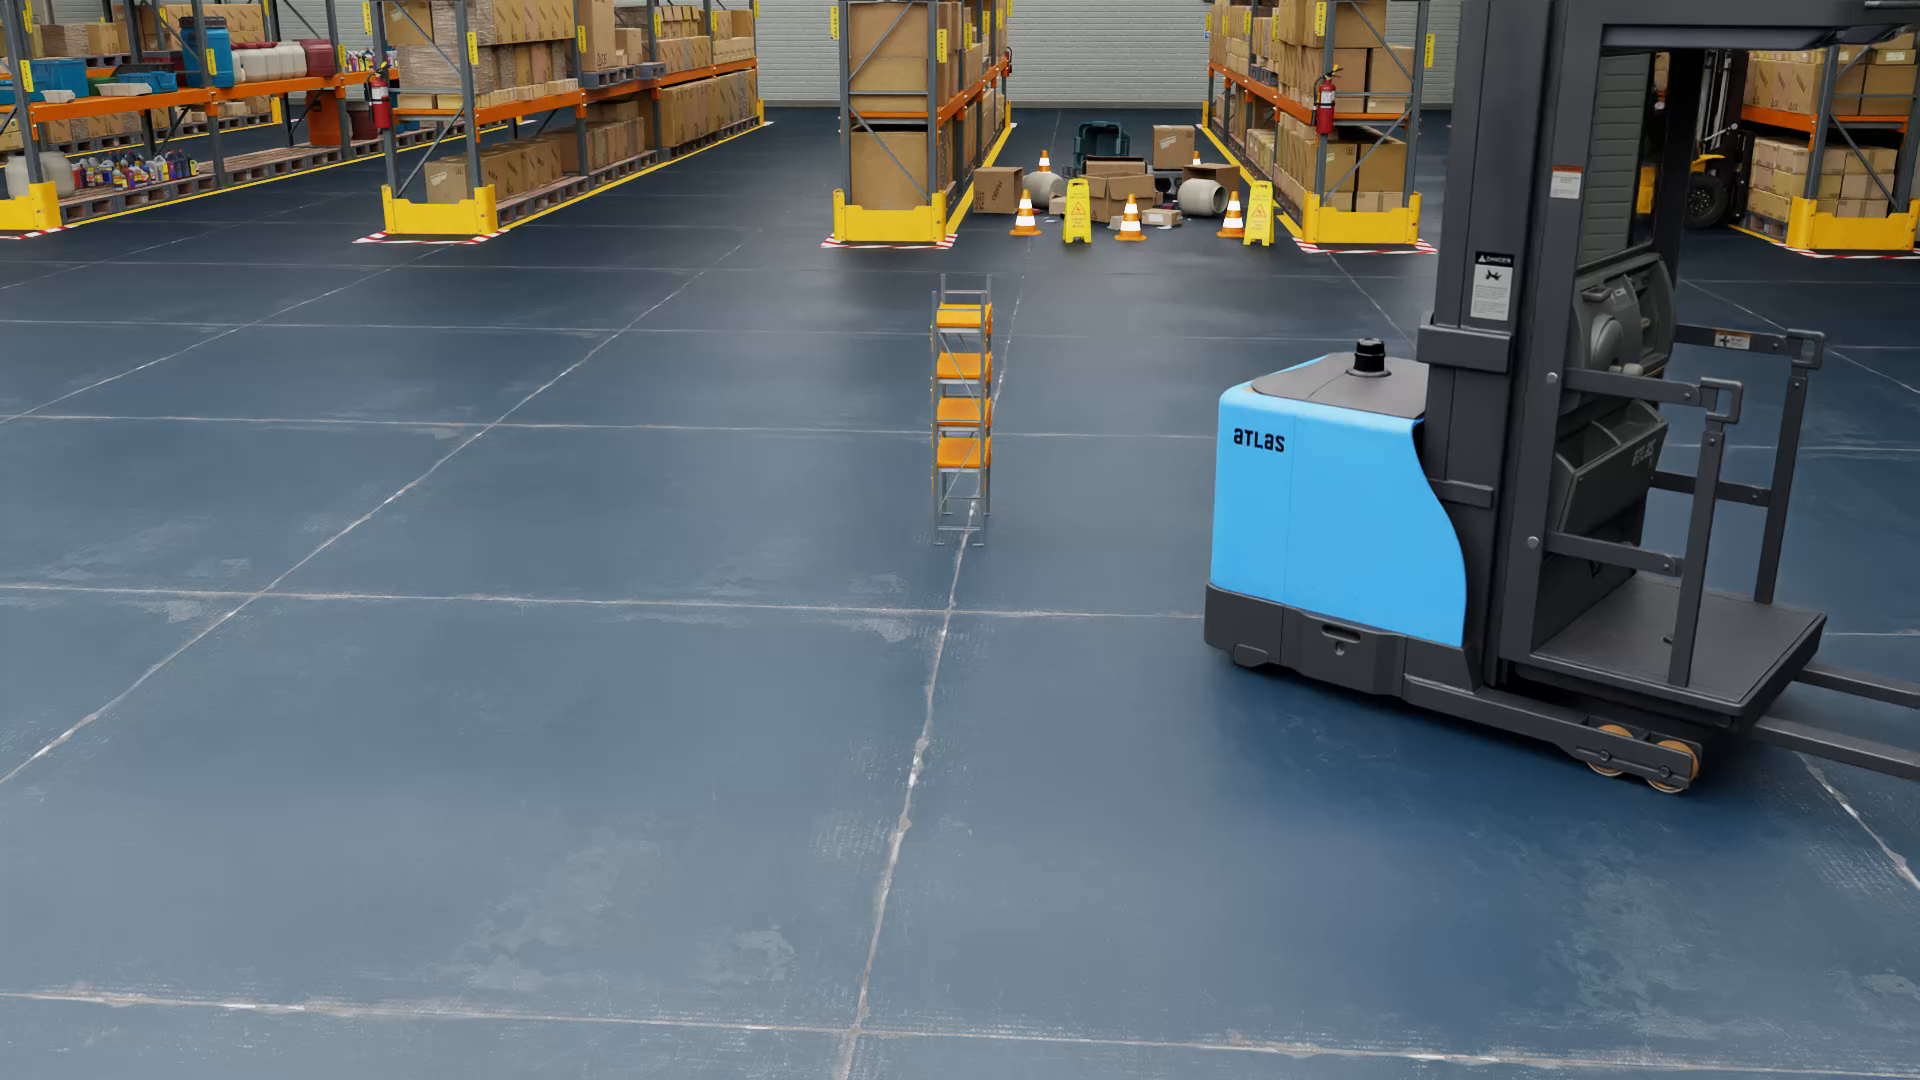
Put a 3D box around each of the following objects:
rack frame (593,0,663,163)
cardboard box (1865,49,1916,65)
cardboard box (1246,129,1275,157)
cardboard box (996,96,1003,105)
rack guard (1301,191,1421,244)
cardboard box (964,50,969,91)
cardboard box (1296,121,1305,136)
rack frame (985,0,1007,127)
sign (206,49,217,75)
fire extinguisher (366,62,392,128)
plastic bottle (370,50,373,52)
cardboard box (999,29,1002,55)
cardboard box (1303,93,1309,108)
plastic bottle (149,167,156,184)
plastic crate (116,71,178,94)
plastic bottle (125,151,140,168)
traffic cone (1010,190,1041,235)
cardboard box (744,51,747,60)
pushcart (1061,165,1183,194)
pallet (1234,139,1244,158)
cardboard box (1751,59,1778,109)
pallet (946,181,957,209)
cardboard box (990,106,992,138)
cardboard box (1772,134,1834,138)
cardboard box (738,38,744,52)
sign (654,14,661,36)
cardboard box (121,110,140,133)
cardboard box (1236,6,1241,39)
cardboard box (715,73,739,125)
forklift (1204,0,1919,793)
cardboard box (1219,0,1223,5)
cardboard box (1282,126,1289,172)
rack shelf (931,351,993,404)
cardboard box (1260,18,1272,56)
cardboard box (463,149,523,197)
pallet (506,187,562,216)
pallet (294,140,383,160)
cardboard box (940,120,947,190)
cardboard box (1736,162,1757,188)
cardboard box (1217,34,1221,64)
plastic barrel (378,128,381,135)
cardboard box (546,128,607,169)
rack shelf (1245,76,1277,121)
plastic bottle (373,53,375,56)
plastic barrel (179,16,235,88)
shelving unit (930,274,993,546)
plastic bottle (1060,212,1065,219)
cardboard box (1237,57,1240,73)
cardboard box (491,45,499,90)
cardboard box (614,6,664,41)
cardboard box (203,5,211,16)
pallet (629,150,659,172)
[{"bbox_3d":[-5.106,-7.265,25.276,1.000,3.000,0.127,1,18,4],"label":"rack frame"},{"bbox_3d":[9.439,-4.904,16.871,0.380,0.149,0.250,1,18,3],"label":"cardboard box"},{"bbox_3d":[4.728,-5.819,24.410,0.950,0.372,0.625,0,18,0],"label":"cardboard box"},{"bbox_3d":[0.609,-8.241,31.204,0.380,0.149,0.250,2,18,6],"label":"cardboard box"},{"bbox_3d":[4.210,-3.395,17.480,1.175,0.500,0.348,1,18,4],"label":"rack guard"},{"bbox_3d":[-0.147,-6.085,21.516,0.500,0.500,0.500,1,18,5],"label":"cardboard box"},{"bbox_3d":[4.003,-4.646,18.781,0.380,0.149,0.250,2,18,6],"label":"cardboard box"},{"bbox_3d":[0.407,-9.607,32.425,1.000,3.000,0.127,1,18,4],"label":"rack frame"},{"bbox_3d":[-9.785,-6.249,21.731,0.100,0.325,0.005,1,18,4],"label":"sign"},{"bbox_3d":[-6.148,-4.718,17.629,0.296,0.674,0.183,1,18,4],"label":"fire extinguisher"},{"bbox_3d":[-10.199,-8.310,28.665,0.152,0.276,0.135,1,18,4],"label":"plastic bottle"},{"bbox_3d":[0.508,-9.011,29.969,0.500,0.500,0.500,1,18,3],"label":"cardboard box"},{"bbox_3d":[3.954,-4.801,18.162,0.380,0.149,0.250,2,18,5],"label":"cardboard box"},{"bbox_3d":[-10.126,-4.558,20.804,0.097,0.201,0.097,0,18,0],"label":"plastic bottle"},{"bbox_3d":[-10.142,-5.712,20.778,0.499,0.251,0.616,1,18,4],"label":"plastic crate"},{"bbox_3d":[-10.661,-4.838,21.420,0.144,0.351,0.185,1,18,4],"label":"plastic bottle"},{"bbox_3d":[0.715,-3.566,18.062,0.336,0.463,0.334,1,18,4],"label":"traffic cone"},{"bbox_3d":[-4.285,-9.275,31.816,0.380,0.149,0.250,2,18,5],"label":"cardboard box"},{"bbox_3d":[2.214,-4.590,21.326,1.648,0.377,0.936,-5,19,-15],"label":"pushcart"},{"bbox_3d":[5.000,-6.339,26.931,1.003,0.211,1.213,1,18,4],"label":"pallet"},{"bbox_3d":[9.012,-4.975,18.129,0.500,0.500,0.500,1,18,3],"label":"cardboard box"},{"bbox_3d":[-0.586,-4.321,20.770,1.003,0.211,1.213,1,18,4],"label":"pallet"},{"bbox_3d":[0.282,-6.982,27.753,0.500,0.500,0.500,1,18,3],"label":"cardboard box"},{"bbox_3d":[9.502,-4.432,18.766,0.500,0.250,0.500,1,18,3],"label":"cardboard box"},{"bbox_3d":[-4.376,-9.347,31.395,0.500,0.250,0.500,1,18,2],"label":"cardboard box"},{"bbox_3d":[-4.564,-7.768,25.080,0.100,0.325,0.005,1,18,4],"label":"sign"},{"bbox_3d":[-14.530,-7.282,28.636,0.500,0.500,0.500,2,18,5],"label":"cardboard box"},{"bbox_3d":[4.669,-8.203,26.374,0.500,0.500,0.500,1,18,3],"label":"cardboard box"},{"bbox_3d":[-4.628,-8.180,30.806,0.875,0.875,0.875,1,18,4],"label":"cardboard box"},{"bbox_3d":[2.414,-0.756,5.523,3.031,2.935,1.130,14,23,37],"label":"forklift"},{"bbox_3d":[4.897,-9.774,30.127,0.380,0.149,0.250,1,18,3],"label":"cardboard box"},{"bbox_3d":[4.153,-4.707,20.007,0.500,0.500,0.500,2,18,6],"label":"cardboard box"},{"bbox_3d":[0.012,-0.770,7.844,0.258,0.148,0.480,1,18,4],"label":"rack shelf"},{"bbox_3d":[4.453,-6.970,23.065,0.500,0.500,0.500,2,18,5],"label":"cardboard box"},{"bbox_3d":[-5.546,-4.366,19.769,0.500,0.500,0.500,3,18,9],"label":"cardboard box"},{"bbox_3d":[-5.491,-4.108,20.121,1.003,0.211,1.213,1,18,4],"label":"pallet"},{"bbox_3d":[-10.032,-6.296,26.798,1.003,0.211,1.213,1,18,4],"label":"pallet"},{"bbox_3d":[-0.629,-4.596,19.871,0.875,0.875,0.875,1,18,4],"label":"cardboard box"},{"bbox_3d":[8.942,-4.054,18.417,0.500,0.250,0.500,1,18,3],"label":"cardboard box"},{"bbox_3d":[4.896,-8.799,29.800,0.500,0.500,0.500,1,18,3],"label":"cardboard box"},{"bbox_3d":[-9.996,-7.073,28.012,0.421,0.512,0.421,0,18,0],"label":"plastic barrel"},{"bbox_3d":[-5.275,-5.381,22.837,0.700,0.500,0.500,1,18,4],"label":"cardboard box"},{"bbox_3d":[4.635,-6.080,22.818,1.077,0.370,4.000,1,18,4],"label":"rack shelf"},{"bbox_3d":[-9.575,-7.835,27.225,0.097,0.271,0.097,0,18,0],"label":"plastic bottle"},{"bbox_3d":[-10.003,-6.484,22.090,0.600,0.901,0.708,1,18,4],"label":"plastic barrel"},{"bbox_3d":[0.012,-0.622,7.893,0.258,1.200,0.503,1,18,4],"label":"shelving unit"},{"bbox_3d":[1.248,-3.770,19.329,0.133,0.061,0.283,-5,19,-15],"label":"plastic bottle"},{"bbox_3d":[4.629,-7.450,26.083,0.500,0.250,0.500,1,18,3],"label":"cardboard box"},{"bbox_3d":[-5.697,-5.297,18.633,0.875,0.500,0.500,1,18,4],"label":"cardboard box"},{"bbox_3d":[-5.038,-8.016,25.796,0.797,0.503,0.637,2,18,6],"label":"cardboard box"},{"bbox_3d":[-14.312,-9.712,30.979,0.500,0.500,0.500,1,18,2],"label":"cardboard box"},{"bbox_3d":[-5.164,-5.697,24.970,1.003,0.211,1.213,1,18,4],"label":"pallet"}]
